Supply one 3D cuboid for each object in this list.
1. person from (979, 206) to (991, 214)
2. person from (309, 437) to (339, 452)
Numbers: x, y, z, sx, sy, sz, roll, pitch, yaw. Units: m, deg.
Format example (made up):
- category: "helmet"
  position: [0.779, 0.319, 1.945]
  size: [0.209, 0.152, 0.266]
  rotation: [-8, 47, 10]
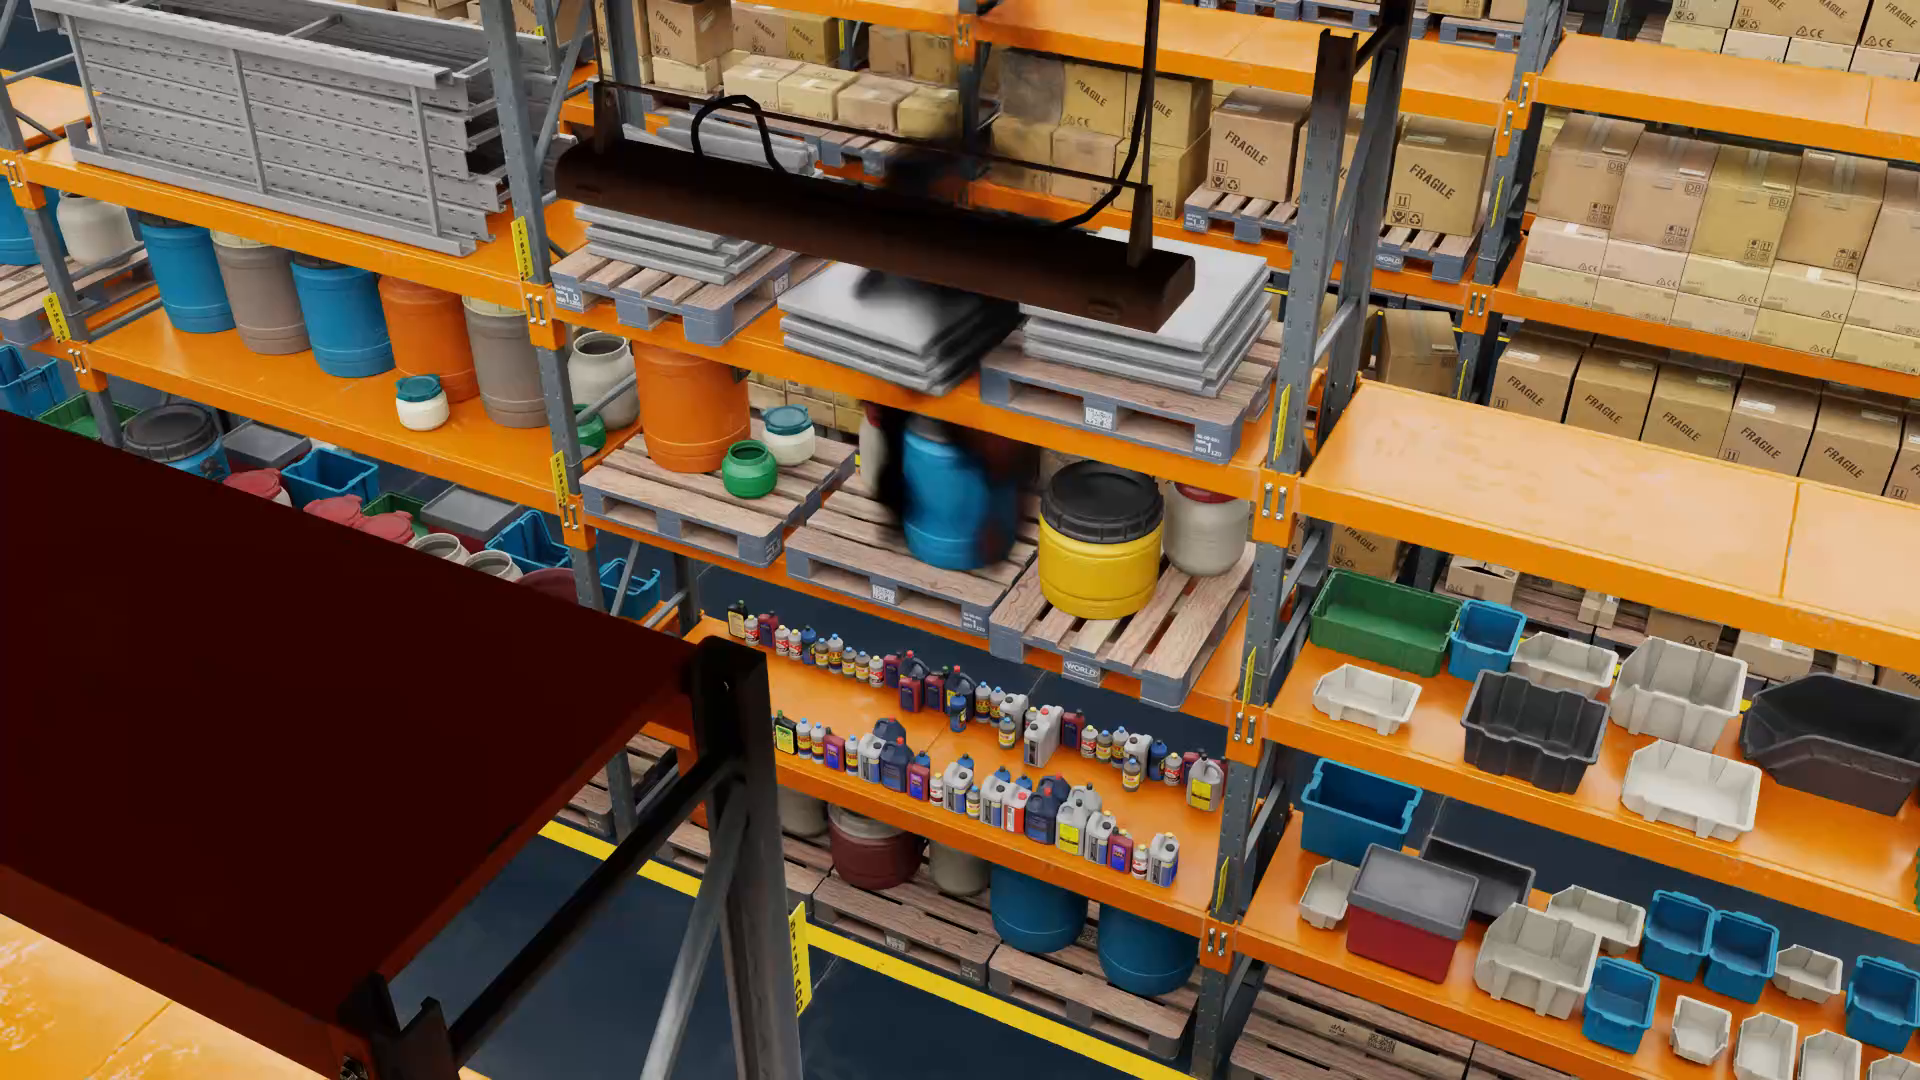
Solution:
- category: "person"
  position: [0.154, -2.512, 16.053]
  size: [0.534, 1.615, 0.608]
  rotation: [18, 39, 23]
- category: "person"
  position: [-5.125, -0.725, 13.344]
  size: [0.907, 1.769, 0.660]
  rotation: [17, 38, 22]
